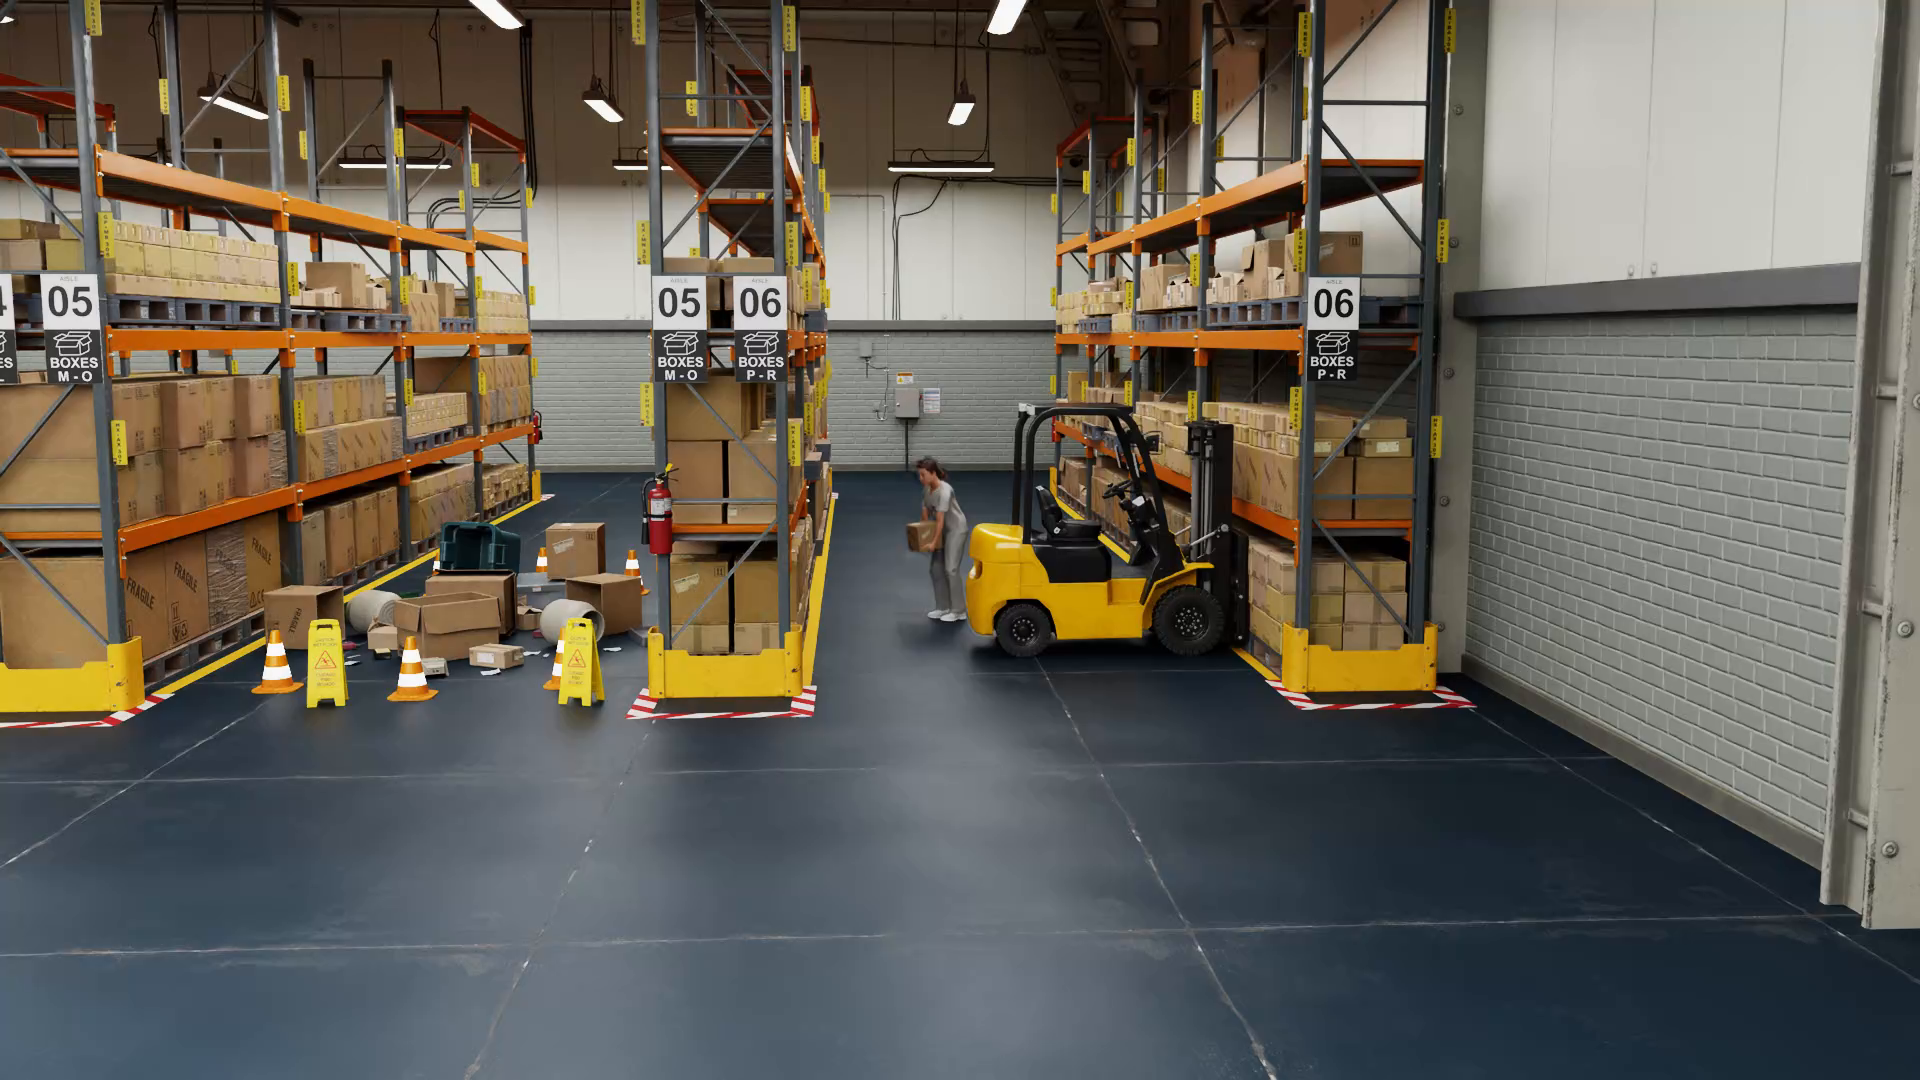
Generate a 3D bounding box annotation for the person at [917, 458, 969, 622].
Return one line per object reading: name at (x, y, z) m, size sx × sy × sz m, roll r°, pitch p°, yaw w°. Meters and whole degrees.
person at (-0.187, -0.009, 16.171) m, size 0.551 × 1.599 × 0.408 m, roll -5°, pitch 8°, yaw -34°
